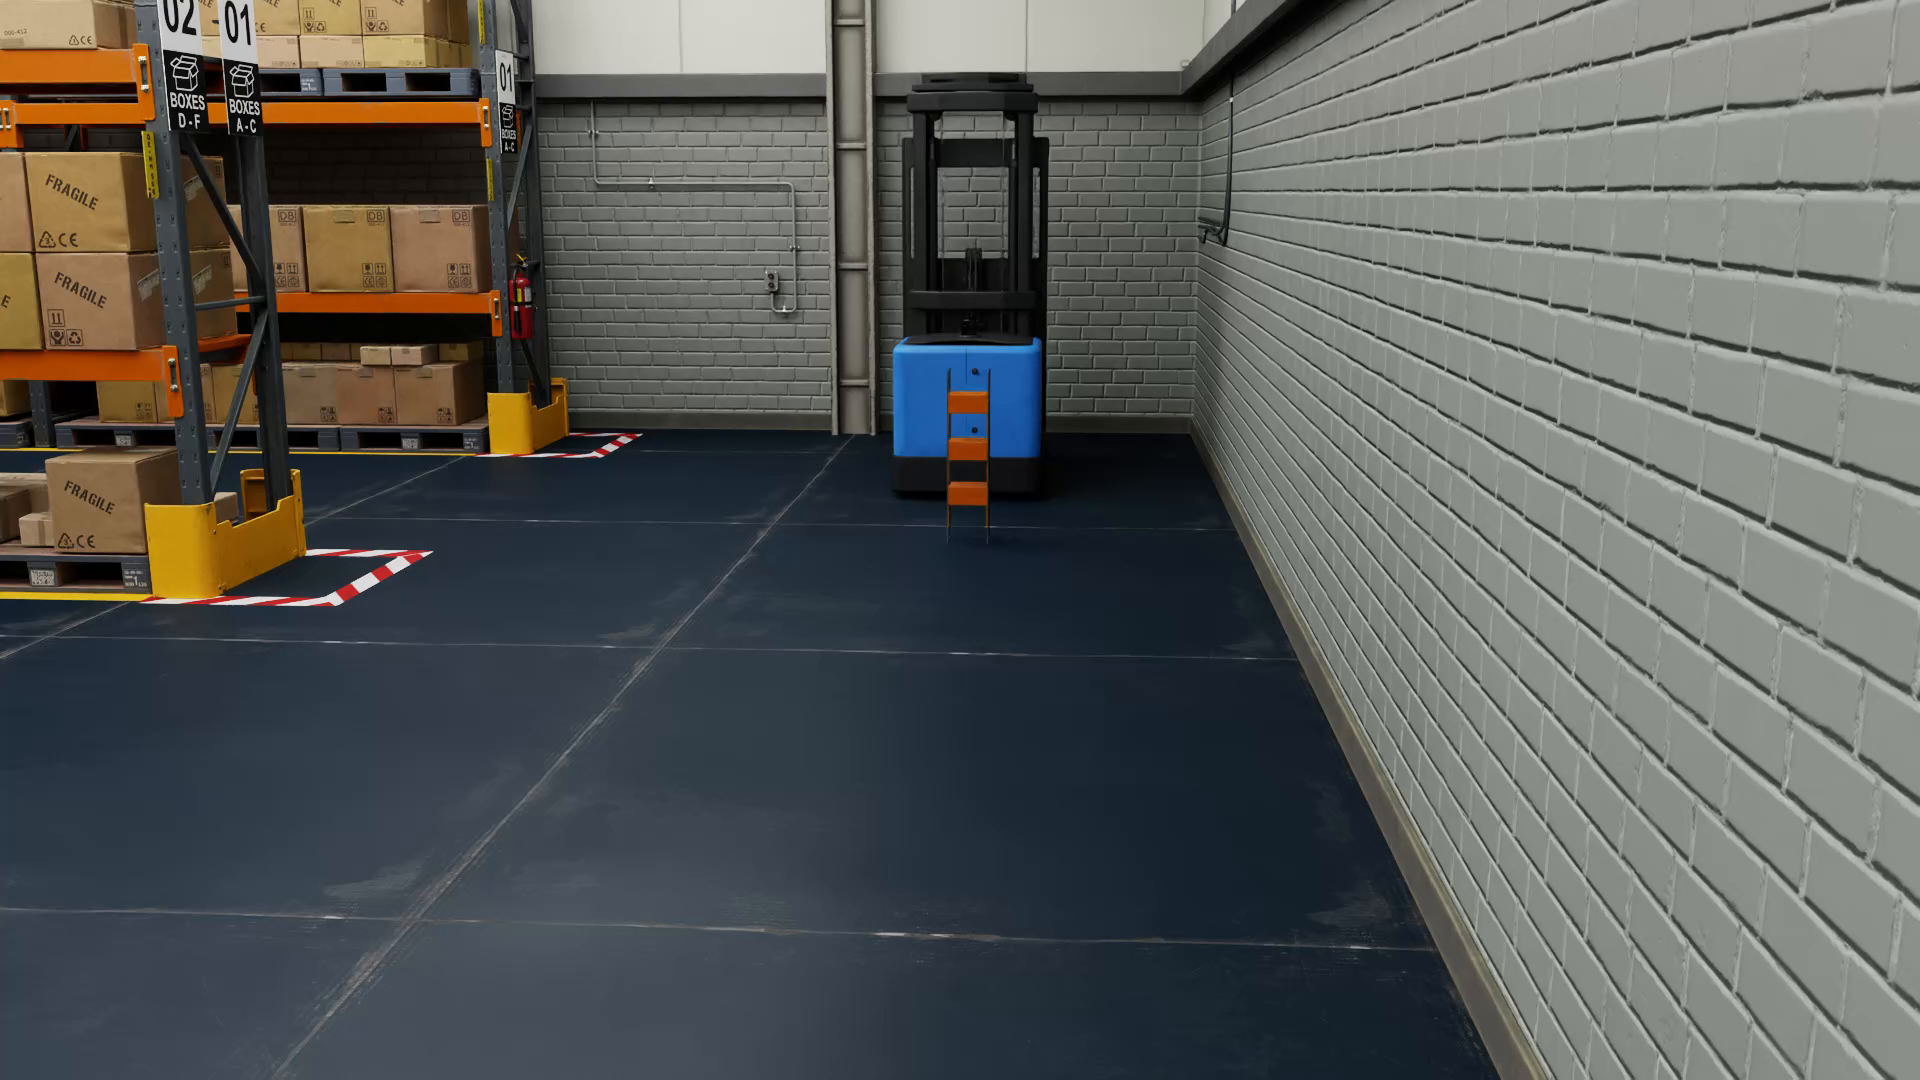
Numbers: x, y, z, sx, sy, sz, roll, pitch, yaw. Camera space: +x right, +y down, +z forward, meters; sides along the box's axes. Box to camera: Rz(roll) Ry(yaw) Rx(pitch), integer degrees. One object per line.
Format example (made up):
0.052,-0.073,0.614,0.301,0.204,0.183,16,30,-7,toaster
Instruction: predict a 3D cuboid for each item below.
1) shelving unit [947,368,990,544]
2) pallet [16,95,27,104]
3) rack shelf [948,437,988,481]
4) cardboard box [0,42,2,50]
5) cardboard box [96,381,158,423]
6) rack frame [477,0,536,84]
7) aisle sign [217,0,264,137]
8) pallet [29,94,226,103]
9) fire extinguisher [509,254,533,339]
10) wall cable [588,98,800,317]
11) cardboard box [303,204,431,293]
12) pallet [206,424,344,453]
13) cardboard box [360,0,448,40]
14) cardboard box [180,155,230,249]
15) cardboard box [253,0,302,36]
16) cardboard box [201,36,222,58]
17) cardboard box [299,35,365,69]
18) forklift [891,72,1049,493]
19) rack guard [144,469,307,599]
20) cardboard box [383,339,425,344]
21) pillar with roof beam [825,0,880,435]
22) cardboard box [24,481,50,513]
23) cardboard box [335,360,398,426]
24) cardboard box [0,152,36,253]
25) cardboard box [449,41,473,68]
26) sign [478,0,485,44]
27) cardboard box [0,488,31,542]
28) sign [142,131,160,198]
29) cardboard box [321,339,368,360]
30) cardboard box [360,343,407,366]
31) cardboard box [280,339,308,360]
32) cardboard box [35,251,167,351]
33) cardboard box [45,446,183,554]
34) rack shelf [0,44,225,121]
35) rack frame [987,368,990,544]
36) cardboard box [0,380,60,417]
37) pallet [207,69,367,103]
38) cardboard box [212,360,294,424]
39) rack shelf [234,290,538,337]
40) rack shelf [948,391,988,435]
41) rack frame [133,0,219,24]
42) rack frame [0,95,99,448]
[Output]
0.053,-0.513,10.157,0.252,1.050,0.215,1,12,4,shelving unit
-8.589,-3.720,13.865,1.217,0.209,0.805,0,12,1,pallet
0.053,-0.503,10.159,0.240,0.259,0.215,1,12,4,rack shelf
-5.035,-2.633,8.569,0.500,0.250,0.500,1,12,4,cardboard box
-6.931,-1.293,14.205,0.500,0.500,0.700,1,12,4,cardboard box
-3.680,-5.224,13.265,0.127,3.000,1.000,1,12,4,rack frame
-3.919,-2.607,9.058,0.004,0.787,0.394,1,12,4,aisle sign
-6.855,-3.754,13.779,1.213,0.211,1.003,1,12,4,pallet
-3.560,-1.971,13.465,0.183,0.674,0.296,1,12,4,fire extinguisher
-2.339,-2.961,14.616,1.851,1.984,0.084,1,12,4,wall cable
-4.916,-2.447,13.909,0.700,0.700,0.980,1,12,3,cardboard box
-5.697,-0.935,14.223,1.213,0.211,1.003,1,12,4,pallet
-4.428,-4.259,13.239,0.500,0.500,0.500,1,12,4,cardboard box
-4.432,-1.874,9.215,0.500,0.500,0.500,1,12,5,cardboard box
-5.448,-4.273,13.308,0.500,0.500,0.500,0,12,1,cardboard box
-5.979,-3.913,13.420,0.500,0.250,0.500,0,12,2,cardboard box
-4.947,-3.900,13.356,0.500,0.250,0.500,0,12,2,cardboard box
0.126,-2.009,12.713,1.130,2.935,3.031,1,12,3,forklift
-4.083,-0.053,9.302,0.348,0.500,1.175,1,12,4,rack guard
-4.752,-1.622,14.194,0.250,0.149,0.380,1,12,4,cardboard box
-1.215,-4.485,9.729,0.400,9.000,9.100,1,12,4,pillar with roof beam
-5.029,-0.218,9.623,0.500,0.250,0.500,1,12,4,cardboard box
-4.884,-1.266,14.073,0.500,0.500,0.700,1,12,4,cardboard box
-4.973,-1.771,8.722,0.500,0.500,0.500,1,12,5,cardboard box
-4.392,-3.997,13.822,0.500,0.250,0.500,1,12,7,cardboard box
-3.730,-4.040,12.961,0.005,0.325,0.100,1,12,4,sign
-5.512,-0.122,9.164,0.500,0.250,0.500,1,12,4,cardboard box
-4.064,-1.884,8.350,0.005,0.325,0.100,1,12,4,sign
-5.256,-1.629,14.226,0.250,0.149,0.380,1,12,5,cardboard box
-4.780,-1.544,13.821,0.250,0.149,0.380,1,12,5,cardboard box
-5.764,-1.636,14.260,0.250,0.149,0.380,1,12,3,cardboard box
-4.472,-1.275,8.795,0.500,0.500,0.500,1,12,5,cardboard box
-4.566,-0.225,9.047,0.500,0.500,0.500,1,12,4,cardboard box
-6.002,-2.419,8.939,4.000,0.370,1.077,1,12,4,rack shelf
0.175,-0.511,10.149,0.008,1.050,0.200,1,12,4,rack frame
-8.328,-1.478,14.234,0.750,0.750,0.750,1,12,4,cardboard box
-5.641,-3.737,13.697,1.213,0.211,1.003,1,12,4,pallet
-5.918,-1.278,14.133,0.500,0.500,0.700,1,12,5,cardboard box
-5.675,-1.963,14.084,4.000,0.370,1.077,1,12,4,rack shelf
0.053,-0.781,10.101,0.240,0.259,0.215,1,12,4,rack shelf
-4.007,-4.212,8.427,0.127,3.000,1.000,1,12,4,rack frame
-7.671,-2.343,14.141,0.127,3.000,1.000,1,12,4,rack frame
